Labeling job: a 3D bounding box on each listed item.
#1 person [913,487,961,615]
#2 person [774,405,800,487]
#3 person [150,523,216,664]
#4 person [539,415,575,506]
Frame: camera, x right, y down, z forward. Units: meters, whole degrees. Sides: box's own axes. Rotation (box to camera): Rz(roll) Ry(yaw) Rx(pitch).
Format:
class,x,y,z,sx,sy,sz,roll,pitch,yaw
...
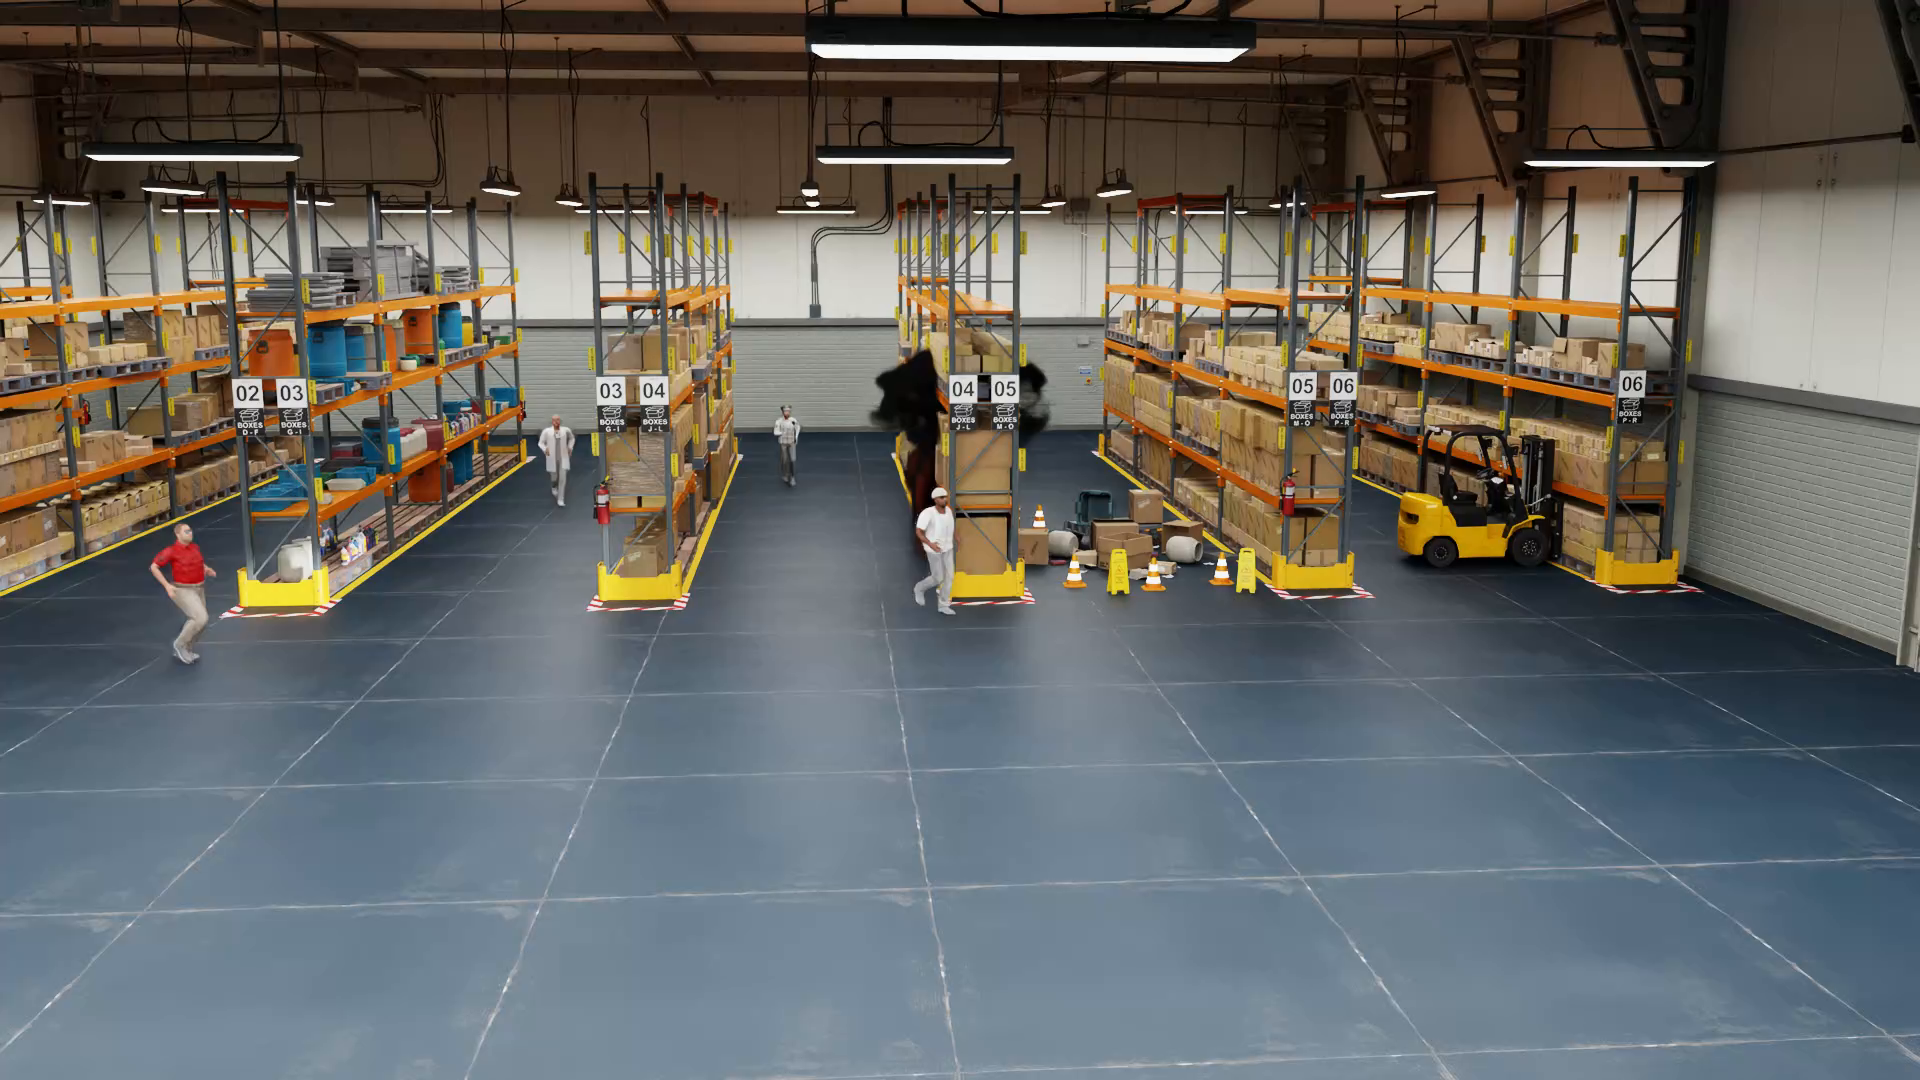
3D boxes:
class,x,y,z,sx,sy,sz,roll,pitch,yaw
person,-0.313,0.134,22.978,0.726,1.753,0.710,-9,13,-42
person,-3.660,-2.007,35.245,0.557,1.737,0.787,-2,10,-9
person,-9.302,0.650,20.122,0.667,1.702,0.645,2,10,11
person,-7.896,-1.585,32.659,0.712,1.764,0.918,-3,10,-17
